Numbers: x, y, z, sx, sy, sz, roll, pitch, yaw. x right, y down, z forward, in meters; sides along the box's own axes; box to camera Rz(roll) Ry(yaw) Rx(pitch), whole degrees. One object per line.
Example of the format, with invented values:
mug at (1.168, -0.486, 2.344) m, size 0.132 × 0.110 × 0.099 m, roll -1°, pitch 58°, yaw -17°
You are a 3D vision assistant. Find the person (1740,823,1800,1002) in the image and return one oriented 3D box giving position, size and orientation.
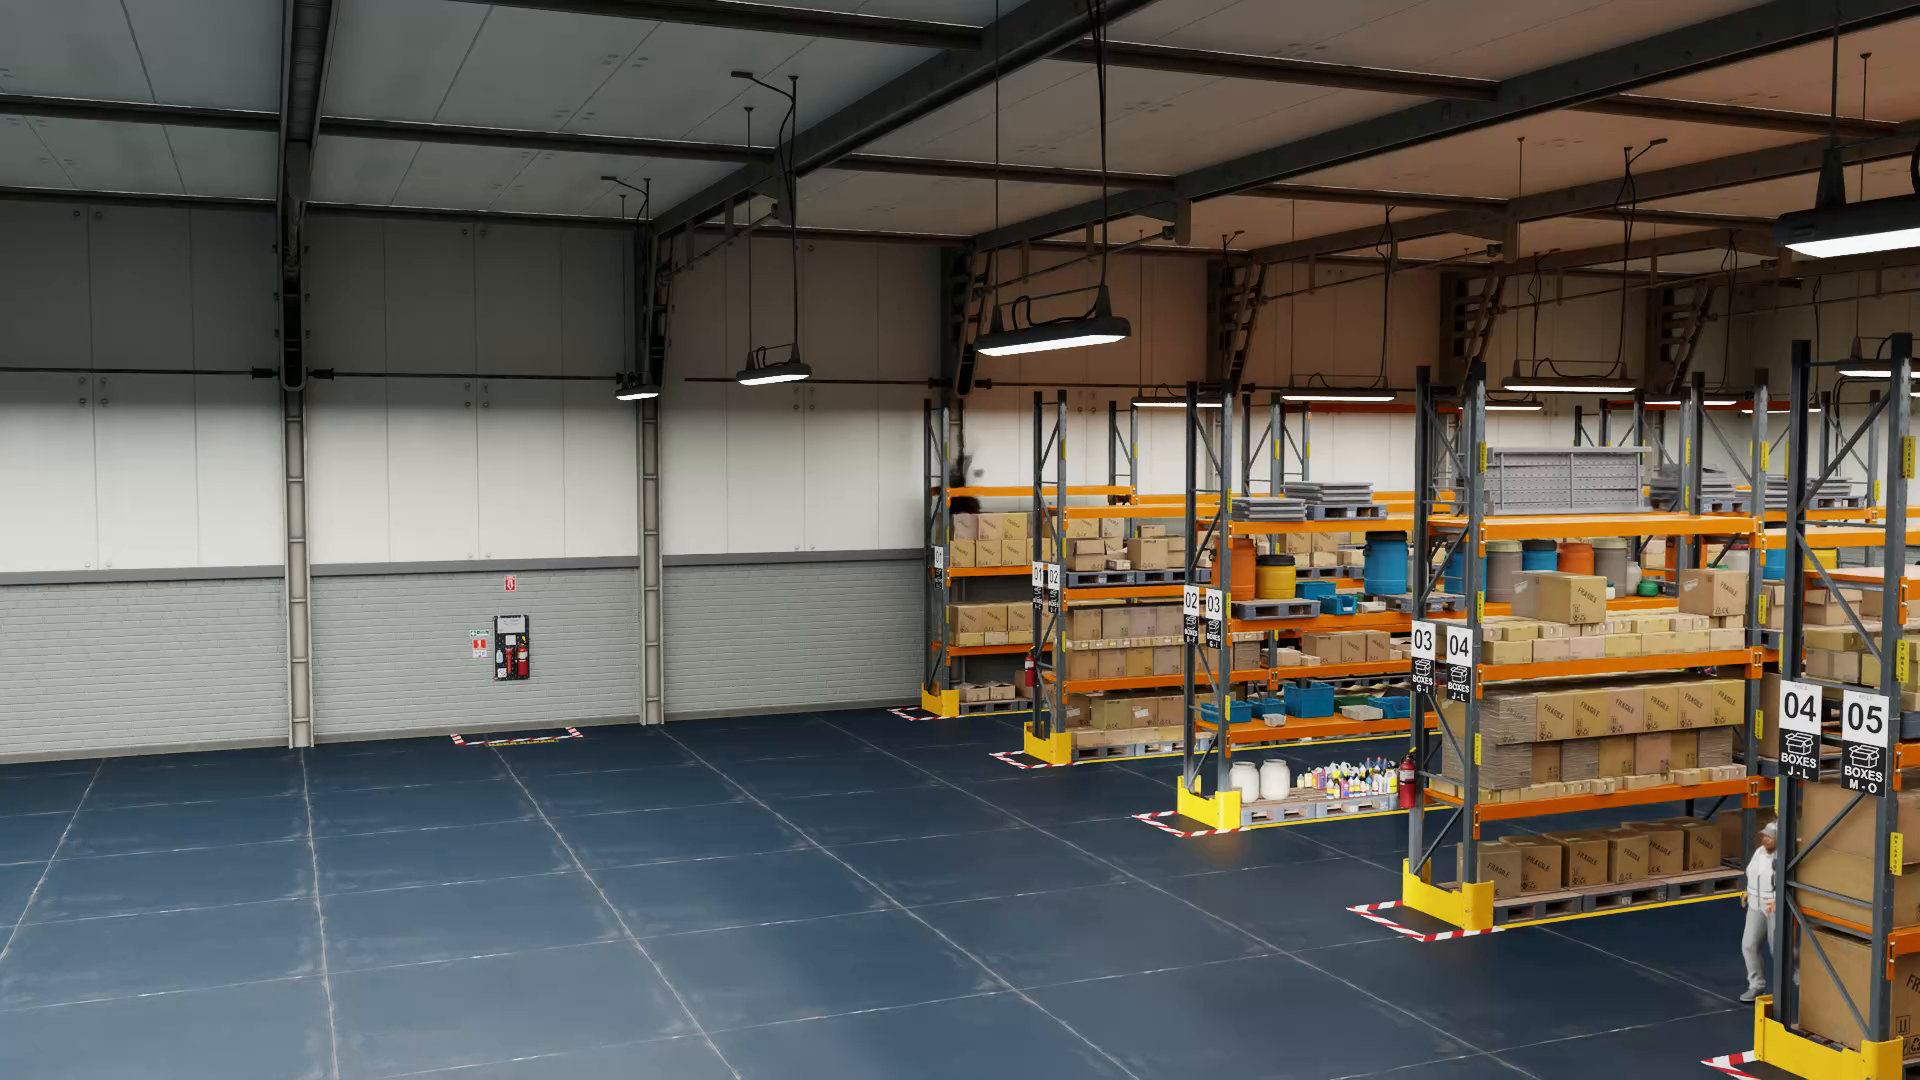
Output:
person at (7.575, 3.435, 15.460) m, size 0.796 × 1.641 × 0.638 m, roll -2°, pitch 4°, yaw -27°
